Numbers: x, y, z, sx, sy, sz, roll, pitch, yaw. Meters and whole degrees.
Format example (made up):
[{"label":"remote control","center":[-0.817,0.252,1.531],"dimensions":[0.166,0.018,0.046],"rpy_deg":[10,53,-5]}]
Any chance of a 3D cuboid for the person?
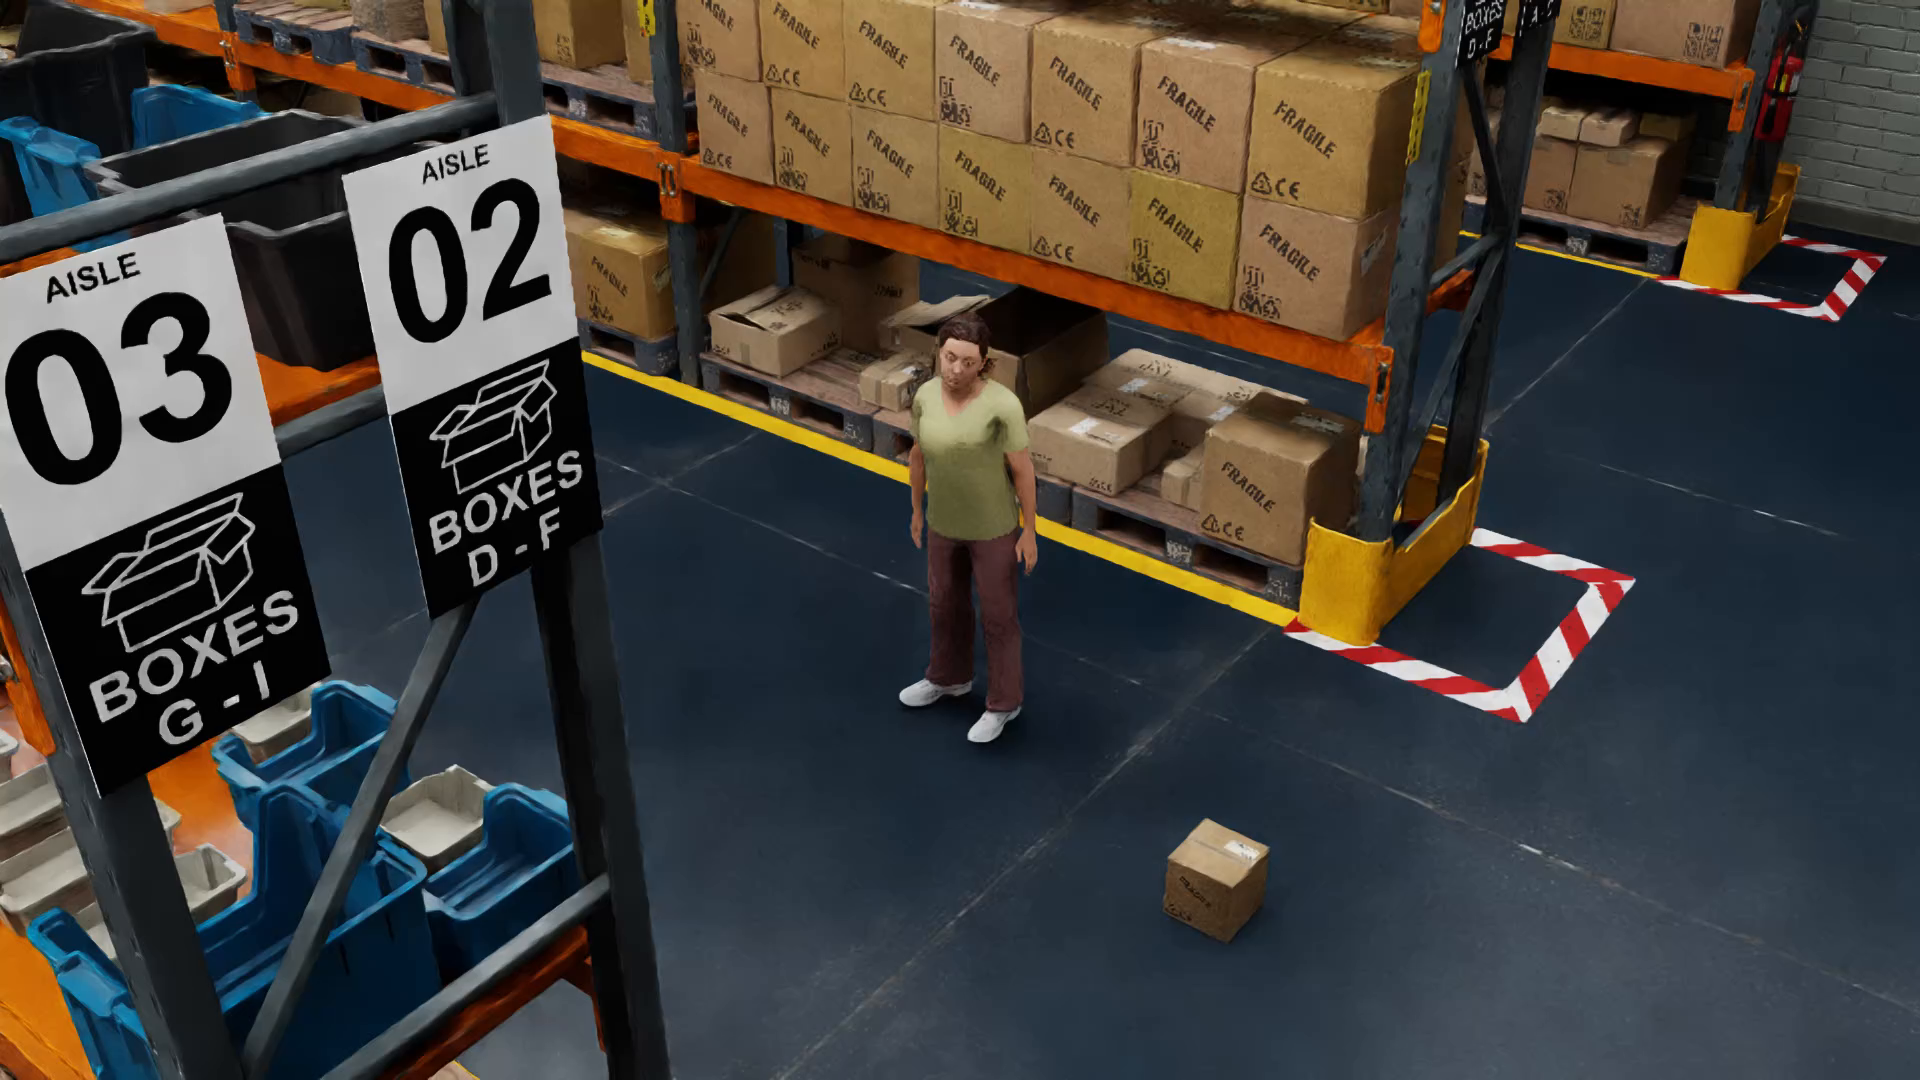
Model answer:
[{"label":"person","center":[0.033,-0.032,6.130],"dimensions":[0.572,1.685,0.388],"rpy_deg":[15,34,23]}]
